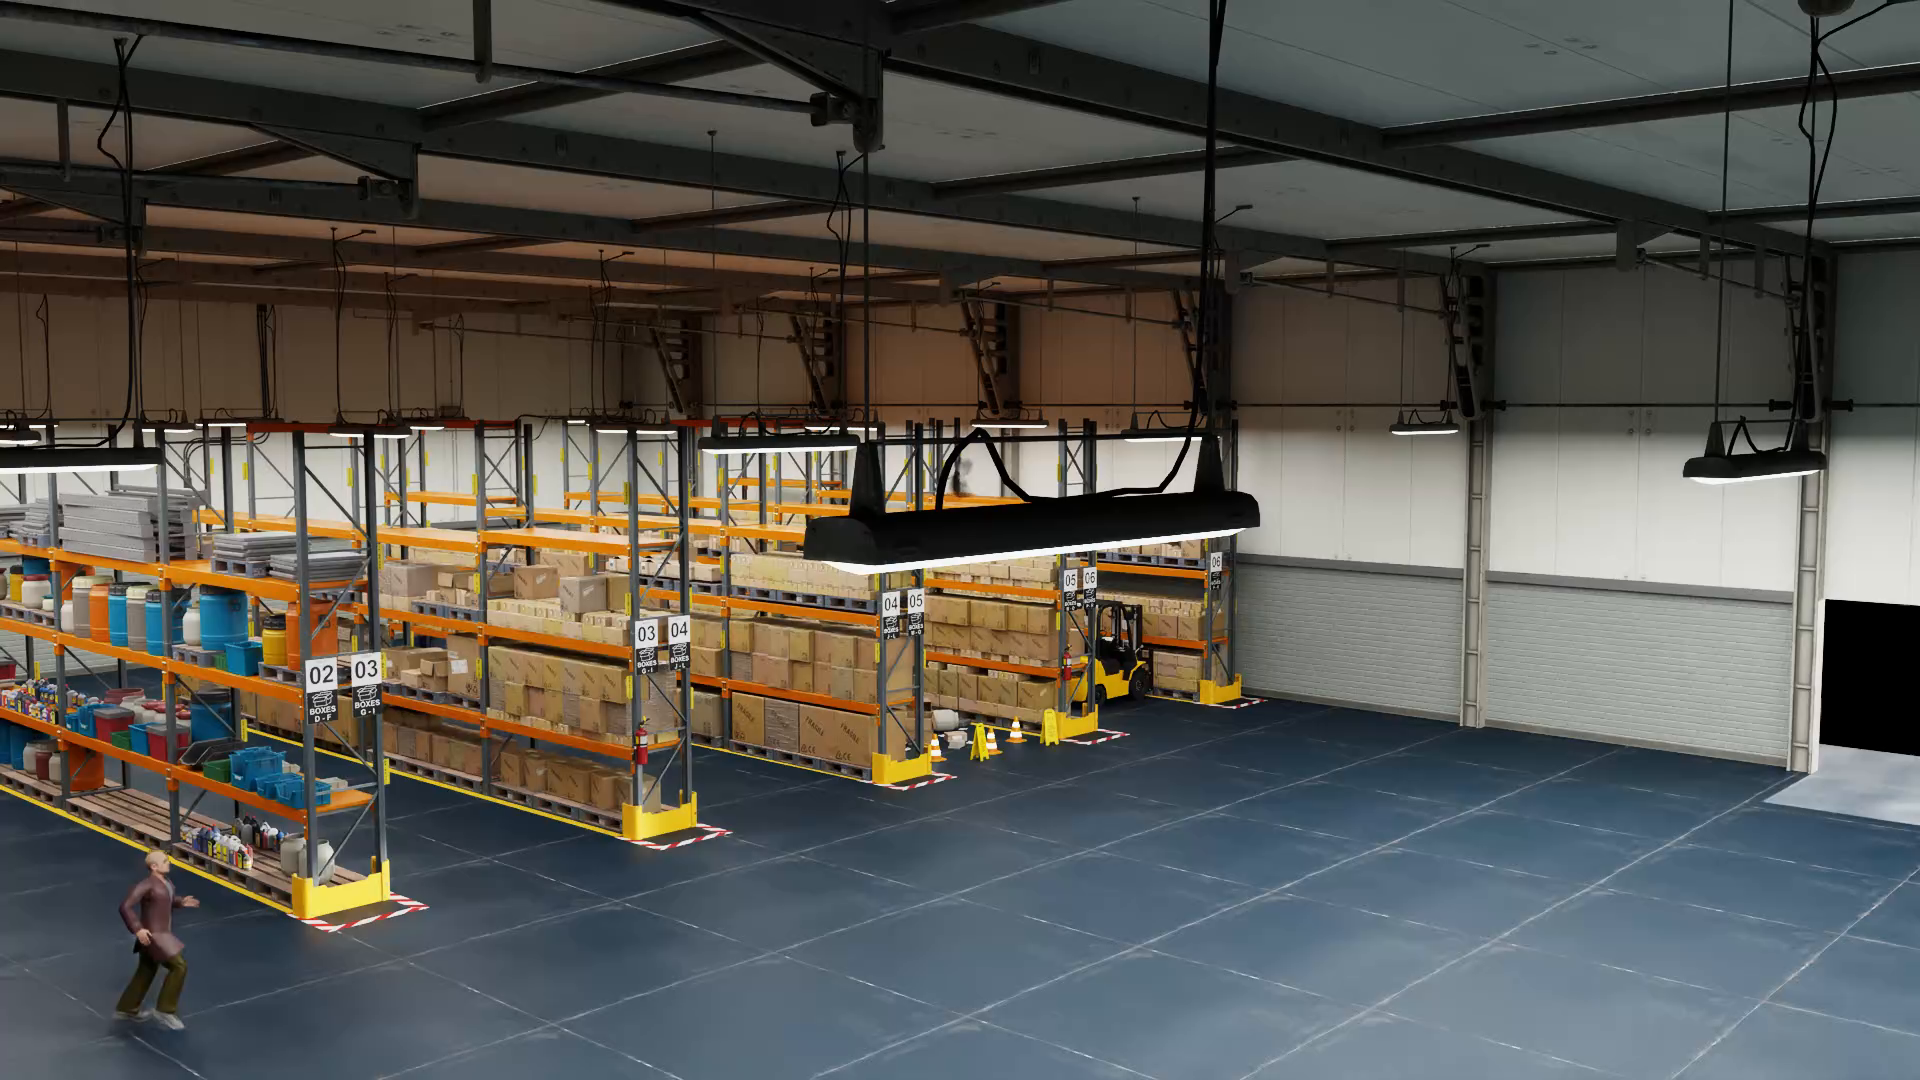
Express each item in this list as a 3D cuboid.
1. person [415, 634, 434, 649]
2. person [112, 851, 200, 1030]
[{"bbox_3d":[-12.899,2.261,40.291,0.538,1.589,0.692,0,5,1],"label":"person"},{"bbox_3d":[-8.190,4.066,16.917,0.842,1.834,0.696,-2,5,-19],"label":"person"}]
